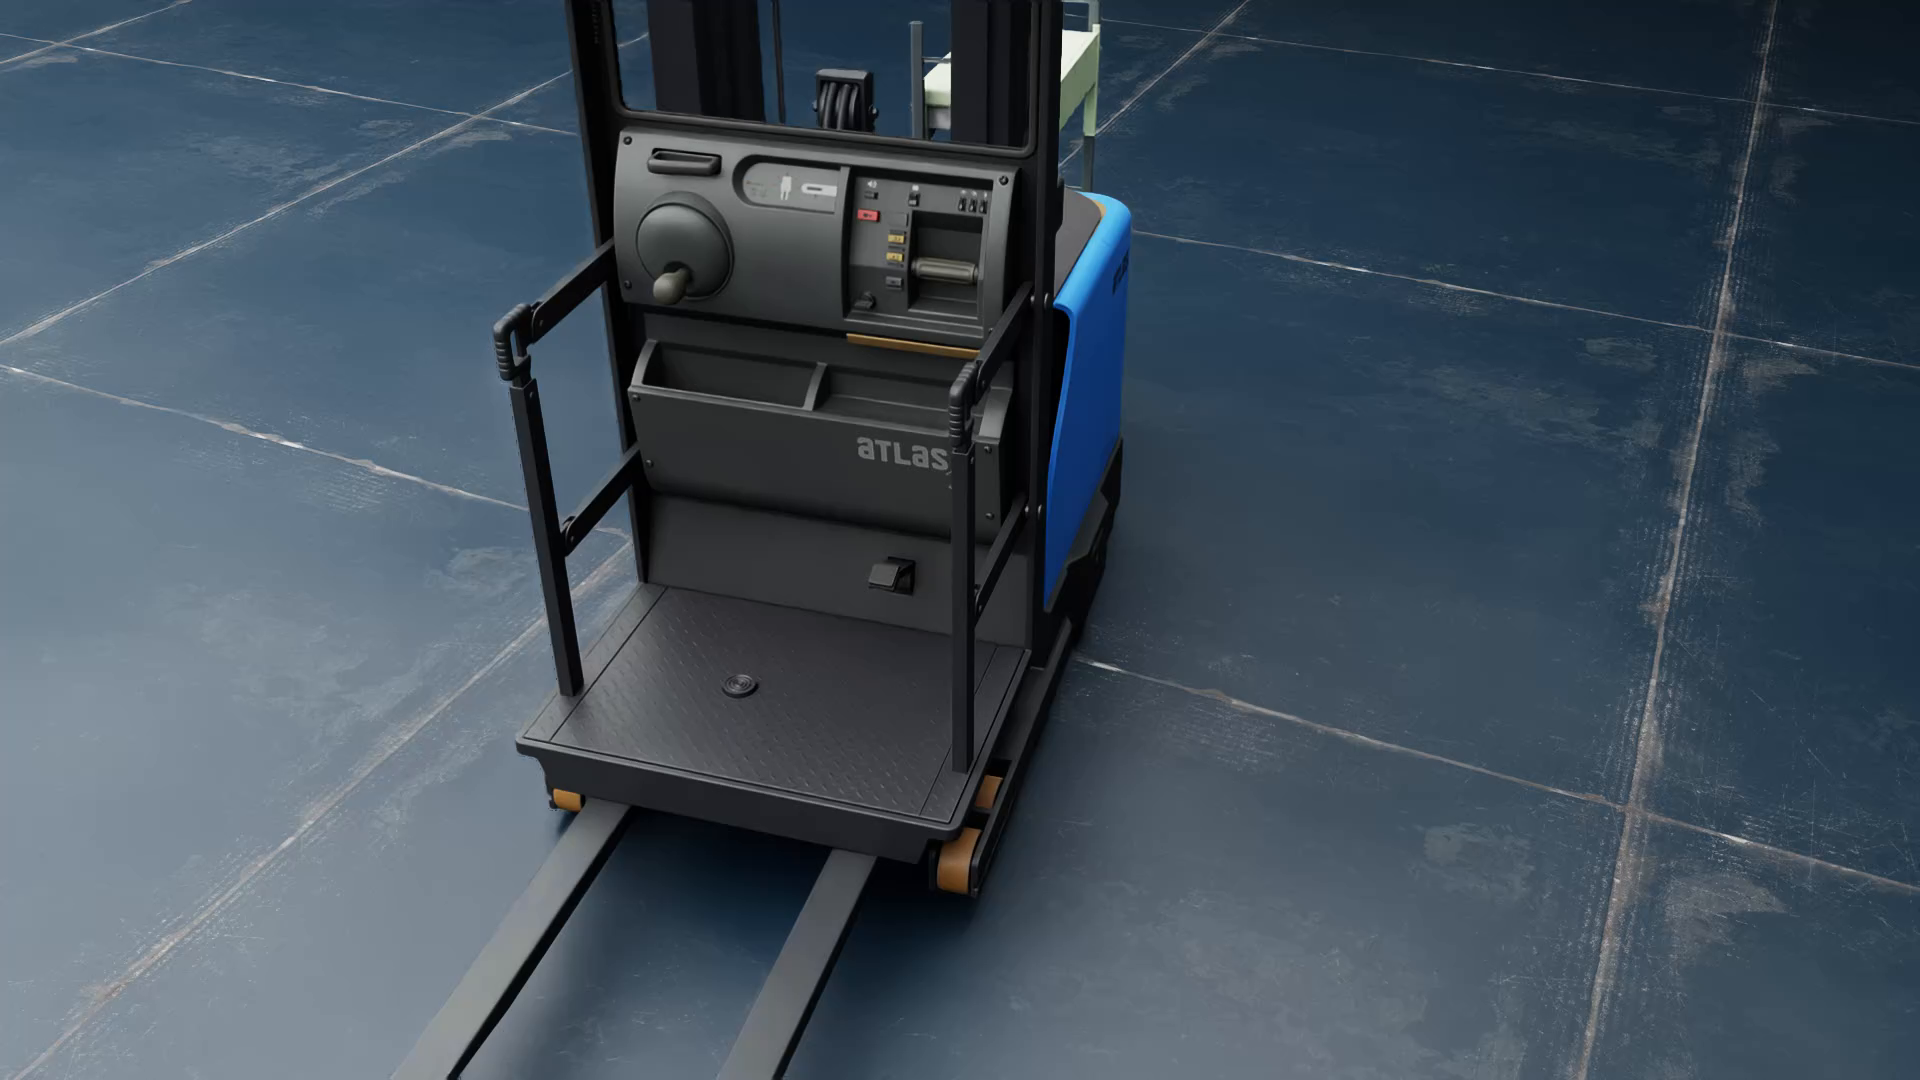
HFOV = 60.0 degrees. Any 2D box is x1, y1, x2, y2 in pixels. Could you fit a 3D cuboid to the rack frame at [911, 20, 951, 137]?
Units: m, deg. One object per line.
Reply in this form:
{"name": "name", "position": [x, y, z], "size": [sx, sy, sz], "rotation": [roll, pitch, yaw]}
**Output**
{"name": "rack frame", "position": [0.054, -0.837, 5.159], "size": [0.400, 1.500, 0.023], "rotation": [9, 34, 14]}

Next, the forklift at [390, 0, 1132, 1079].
{"name": "forklift", "position": [-0.394, -0.624, 3.529], "size": [1.130, 2.935, 3.031], "rotation": [9, 34, 14]}

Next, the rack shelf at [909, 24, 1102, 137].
{"name": "rack shelf", "position": [0.156, -1.356, 5.239], "size": [0.431, 0.370, 0.720], "rotation": [9, 34, 14]}

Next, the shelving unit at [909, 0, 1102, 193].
{"name": "shelving unit", "position": [0.156, -1.030, 5.453], "size": [0.431, 1.500, 0.755], "rotation": [9, 34, 14]}

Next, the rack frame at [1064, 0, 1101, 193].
{"name": "rack frame", "position": [0.259, -1.223, 5.747], "size": [0.400, 1.500, 0.023], "rotation": [9, 34, 14]}
